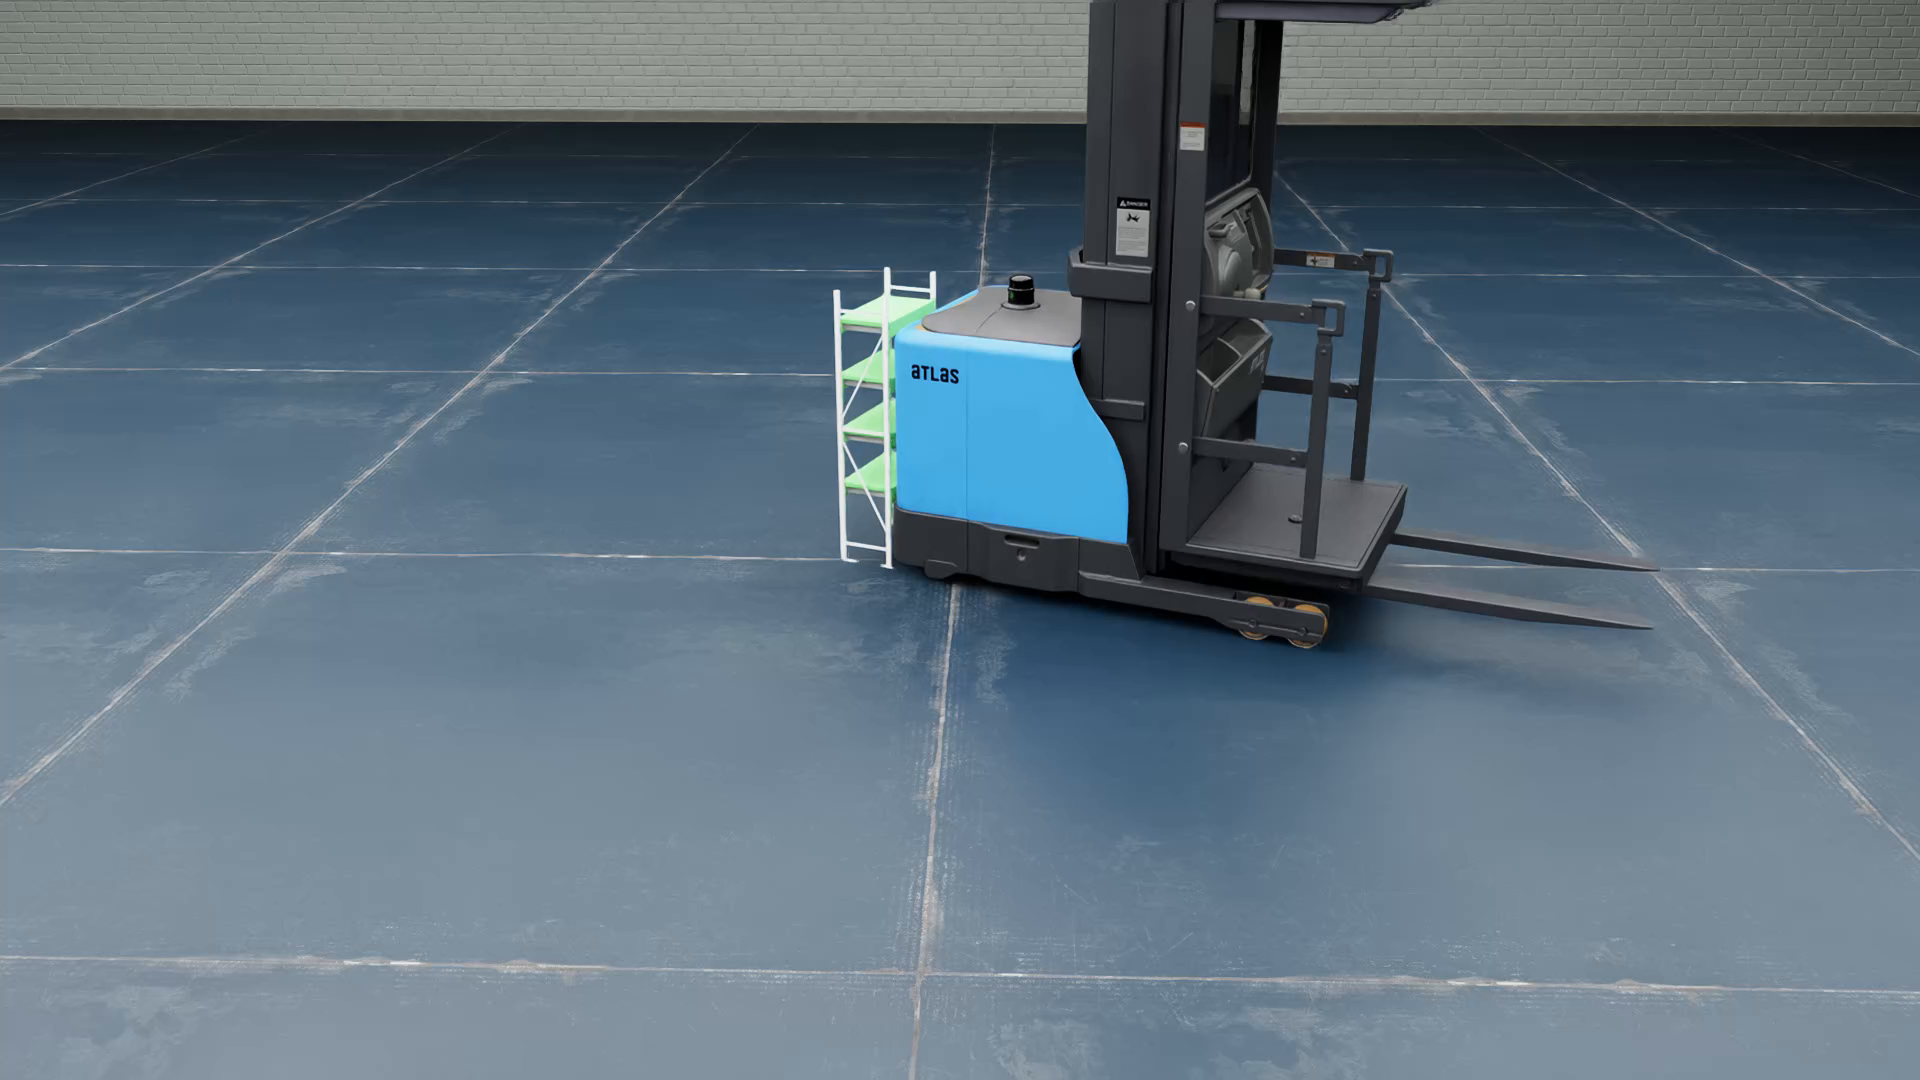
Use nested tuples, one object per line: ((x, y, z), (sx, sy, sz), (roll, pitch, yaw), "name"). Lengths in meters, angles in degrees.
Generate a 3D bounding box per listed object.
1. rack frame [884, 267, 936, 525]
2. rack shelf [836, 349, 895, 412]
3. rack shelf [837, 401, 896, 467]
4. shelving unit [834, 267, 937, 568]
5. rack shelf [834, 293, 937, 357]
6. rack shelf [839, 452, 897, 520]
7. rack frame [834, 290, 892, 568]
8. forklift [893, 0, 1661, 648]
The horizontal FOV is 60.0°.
((-0.218, -0.618, 7.462), (0.240, 1.200, 0.015), (9, 23, 21), "rack frame")
((-0.313, -0.701, 7.189), (0.258, 0.148, 0.480), (9, 23, 21), "rack shelf")
((-0.313, -0.477, 7.276), (0.258, 0.148, 0.480), (9, 23, 21), "rack shelf")
((-0.313, -0.537, 7.253), (0.258, 1.200, 0.503), (9, 23, 21), "shelving unit")
((-0.313, -0.924, 7.102), (0.258, 0.148, 0.480), (9, 23, 21), "rack shelf")
((-0.313, -0.253, 7.363), (0.258, 0.148, 0.480), (9, 23, 21), "rack shelf")
((-0.408, -0.455, 7.043), (0.240, 1.200, 0.015), (9, 23, 21), "rack frame")
((1.282, -1.165, 6.481), (3.031, 2.935, 1.130), (9, 23, 22), "forklift")
